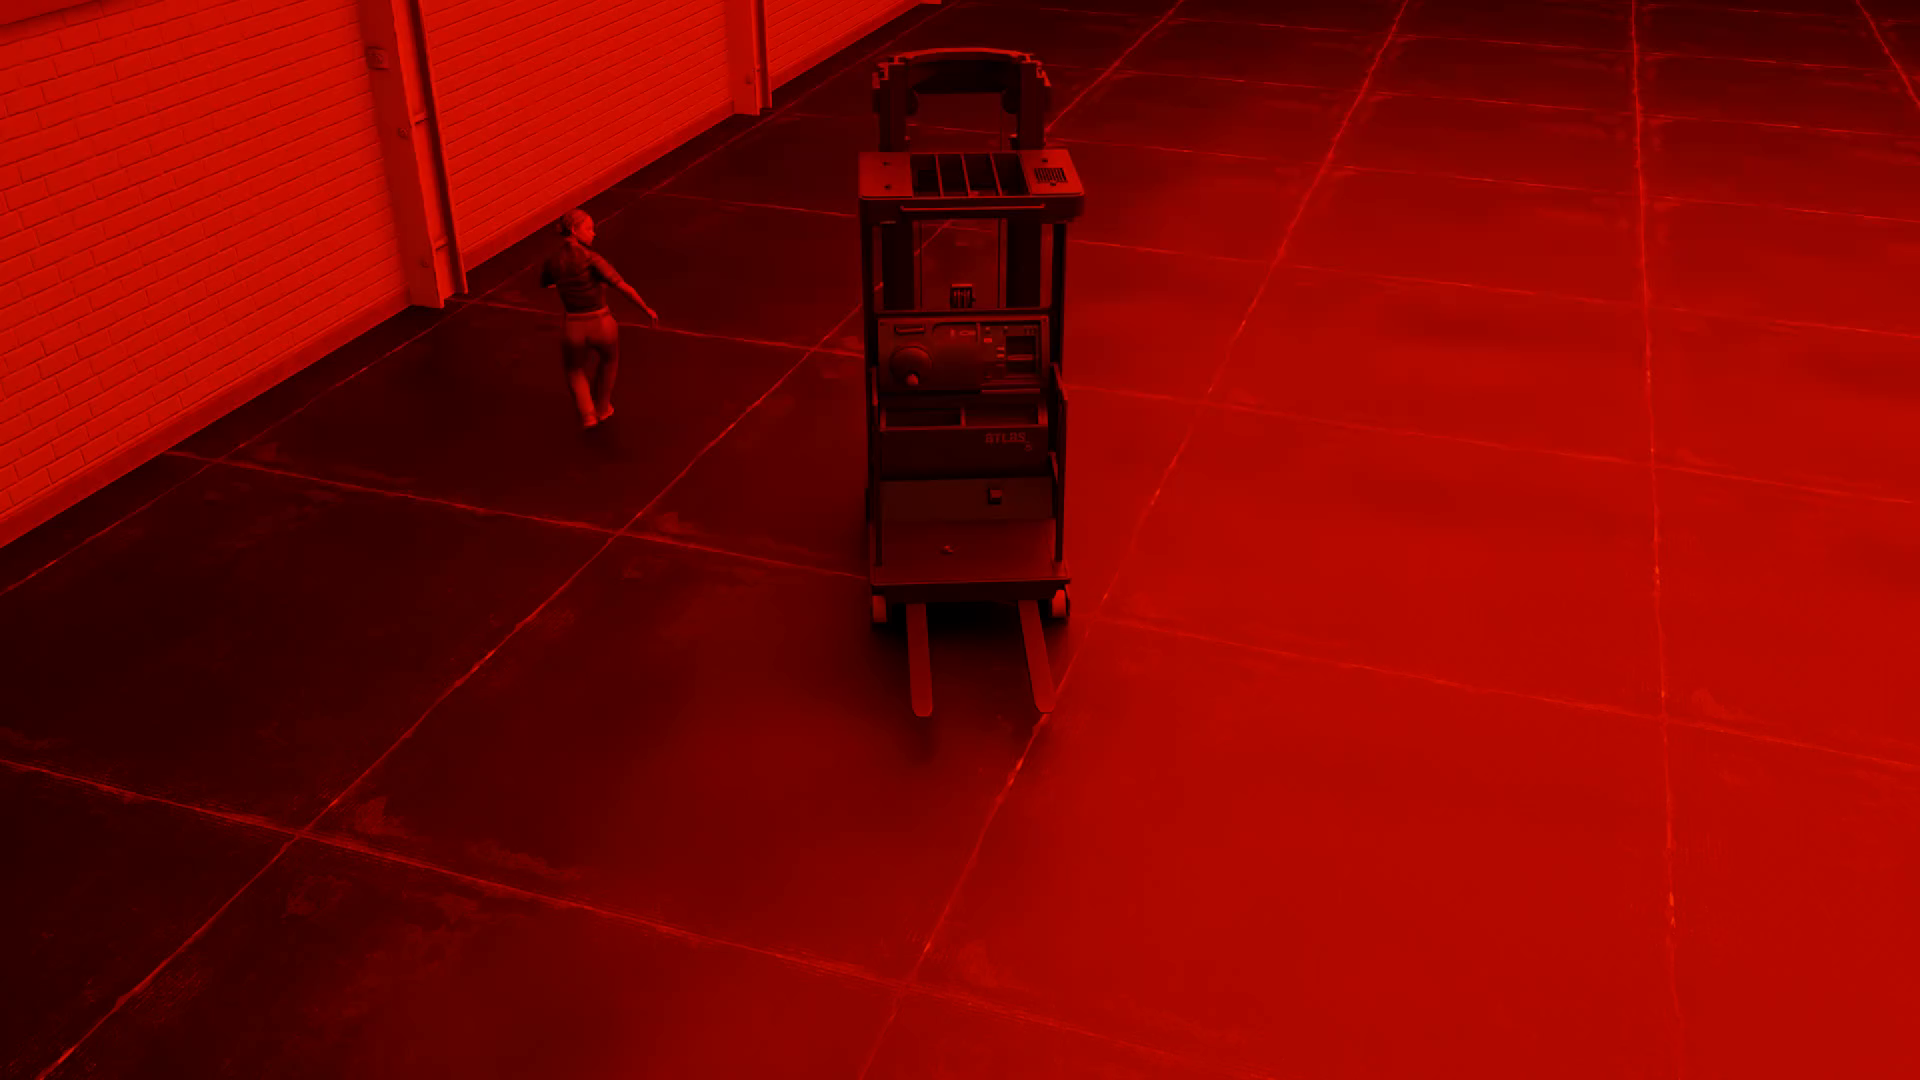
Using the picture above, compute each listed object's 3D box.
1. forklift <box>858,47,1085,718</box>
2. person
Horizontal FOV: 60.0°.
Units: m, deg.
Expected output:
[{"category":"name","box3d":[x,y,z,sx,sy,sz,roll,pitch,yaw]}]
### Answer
[{"category":"forklift","box3d":[0.035,-0.972,8.842,1.130,2.935,3.031,-2,30,-3]},{"category":"person","box3d":[-2.417,-1.485,11.162,0.792,1.534,0.803,1,30,2]}]
